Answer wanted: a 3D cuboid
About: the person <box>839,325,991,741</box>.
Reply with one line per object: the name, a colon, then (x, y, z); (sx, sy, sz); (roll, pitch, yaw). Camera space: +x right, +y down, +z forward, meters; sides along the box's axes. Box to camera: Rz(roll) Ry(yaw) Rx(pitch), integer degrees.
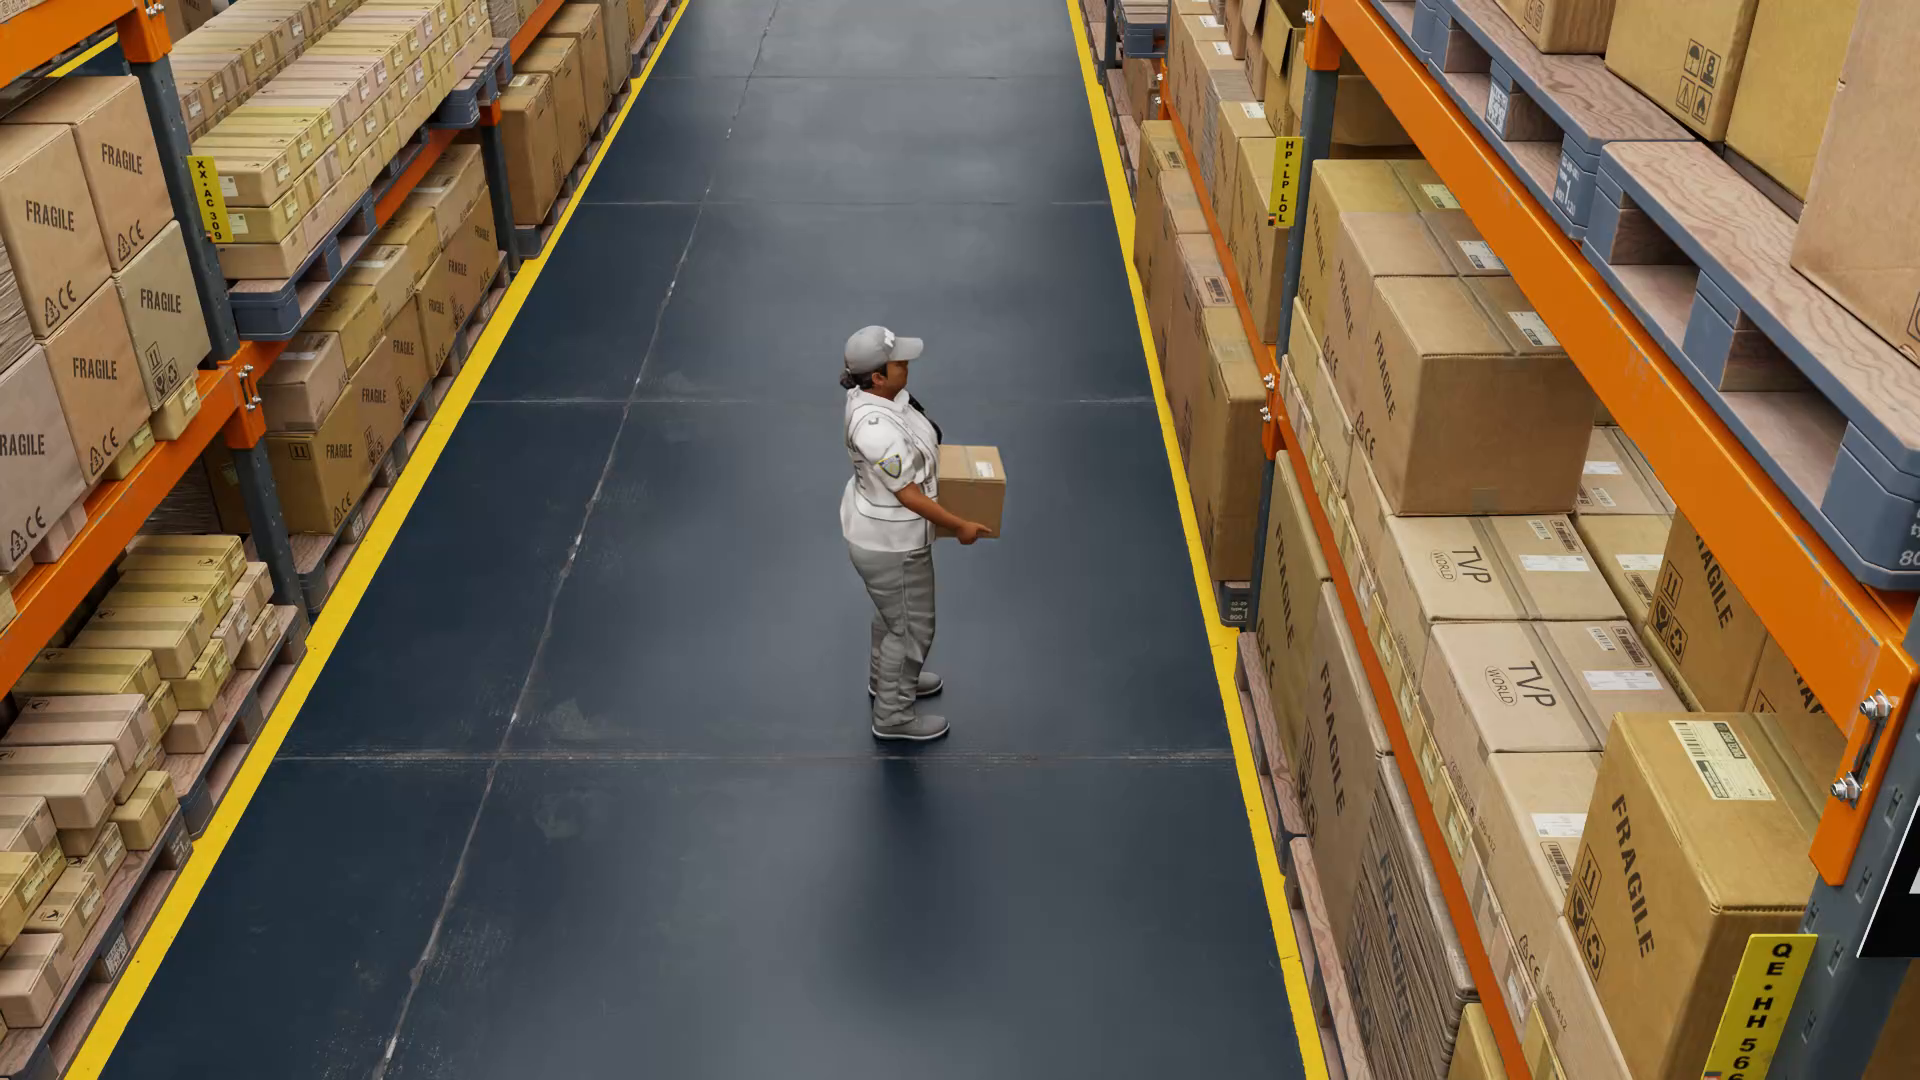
person: (-0.163, -0.030, 6.190); (0.522, 1.653, 0.453); (-4, 32, -6)
